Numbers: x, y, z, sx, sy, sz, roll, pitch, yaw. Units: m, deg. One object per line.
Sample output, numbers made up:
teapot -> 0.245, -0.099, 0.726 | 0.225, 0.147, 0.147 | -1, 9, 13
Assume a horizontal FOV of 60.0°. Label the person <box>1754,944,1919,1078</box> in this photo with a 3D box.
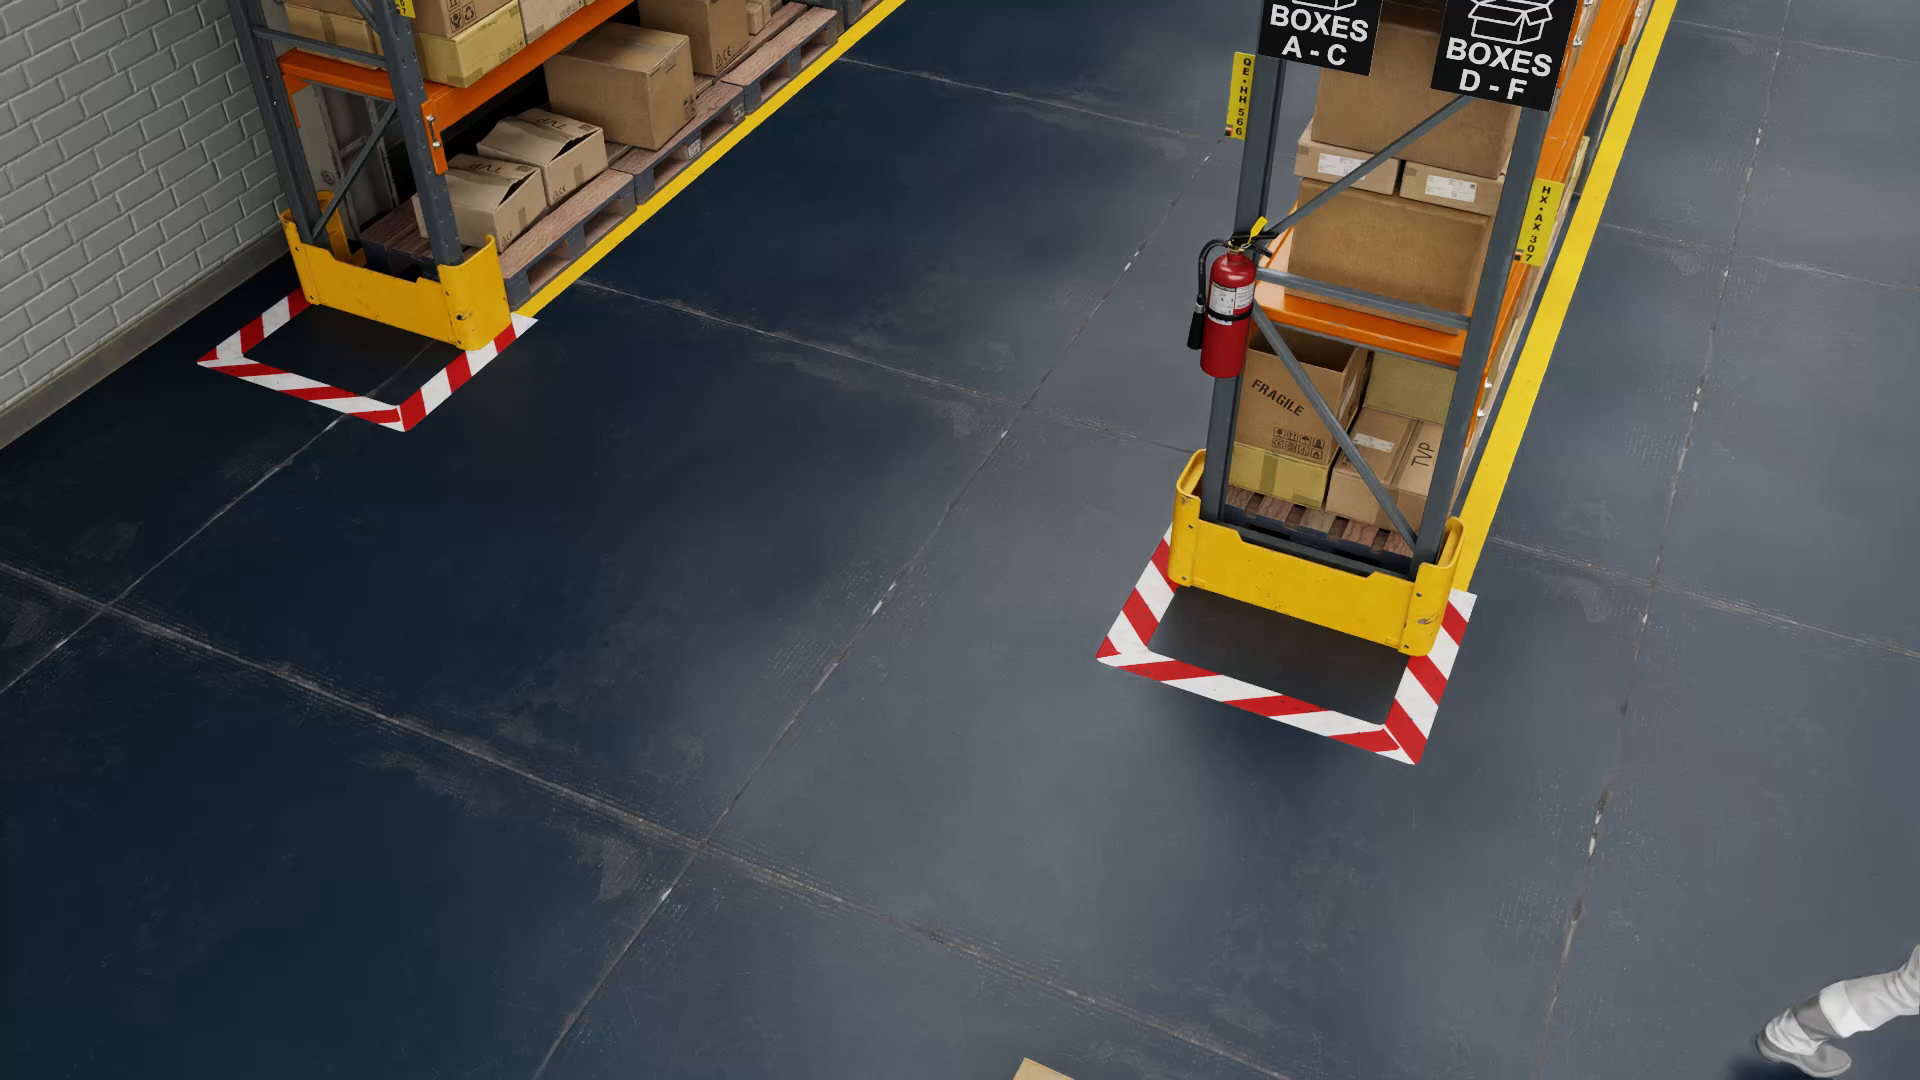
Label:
person -> 3.130, 1.203, 4.800 | 1.108, 1.739, 0.555 | 10, 43, 11
